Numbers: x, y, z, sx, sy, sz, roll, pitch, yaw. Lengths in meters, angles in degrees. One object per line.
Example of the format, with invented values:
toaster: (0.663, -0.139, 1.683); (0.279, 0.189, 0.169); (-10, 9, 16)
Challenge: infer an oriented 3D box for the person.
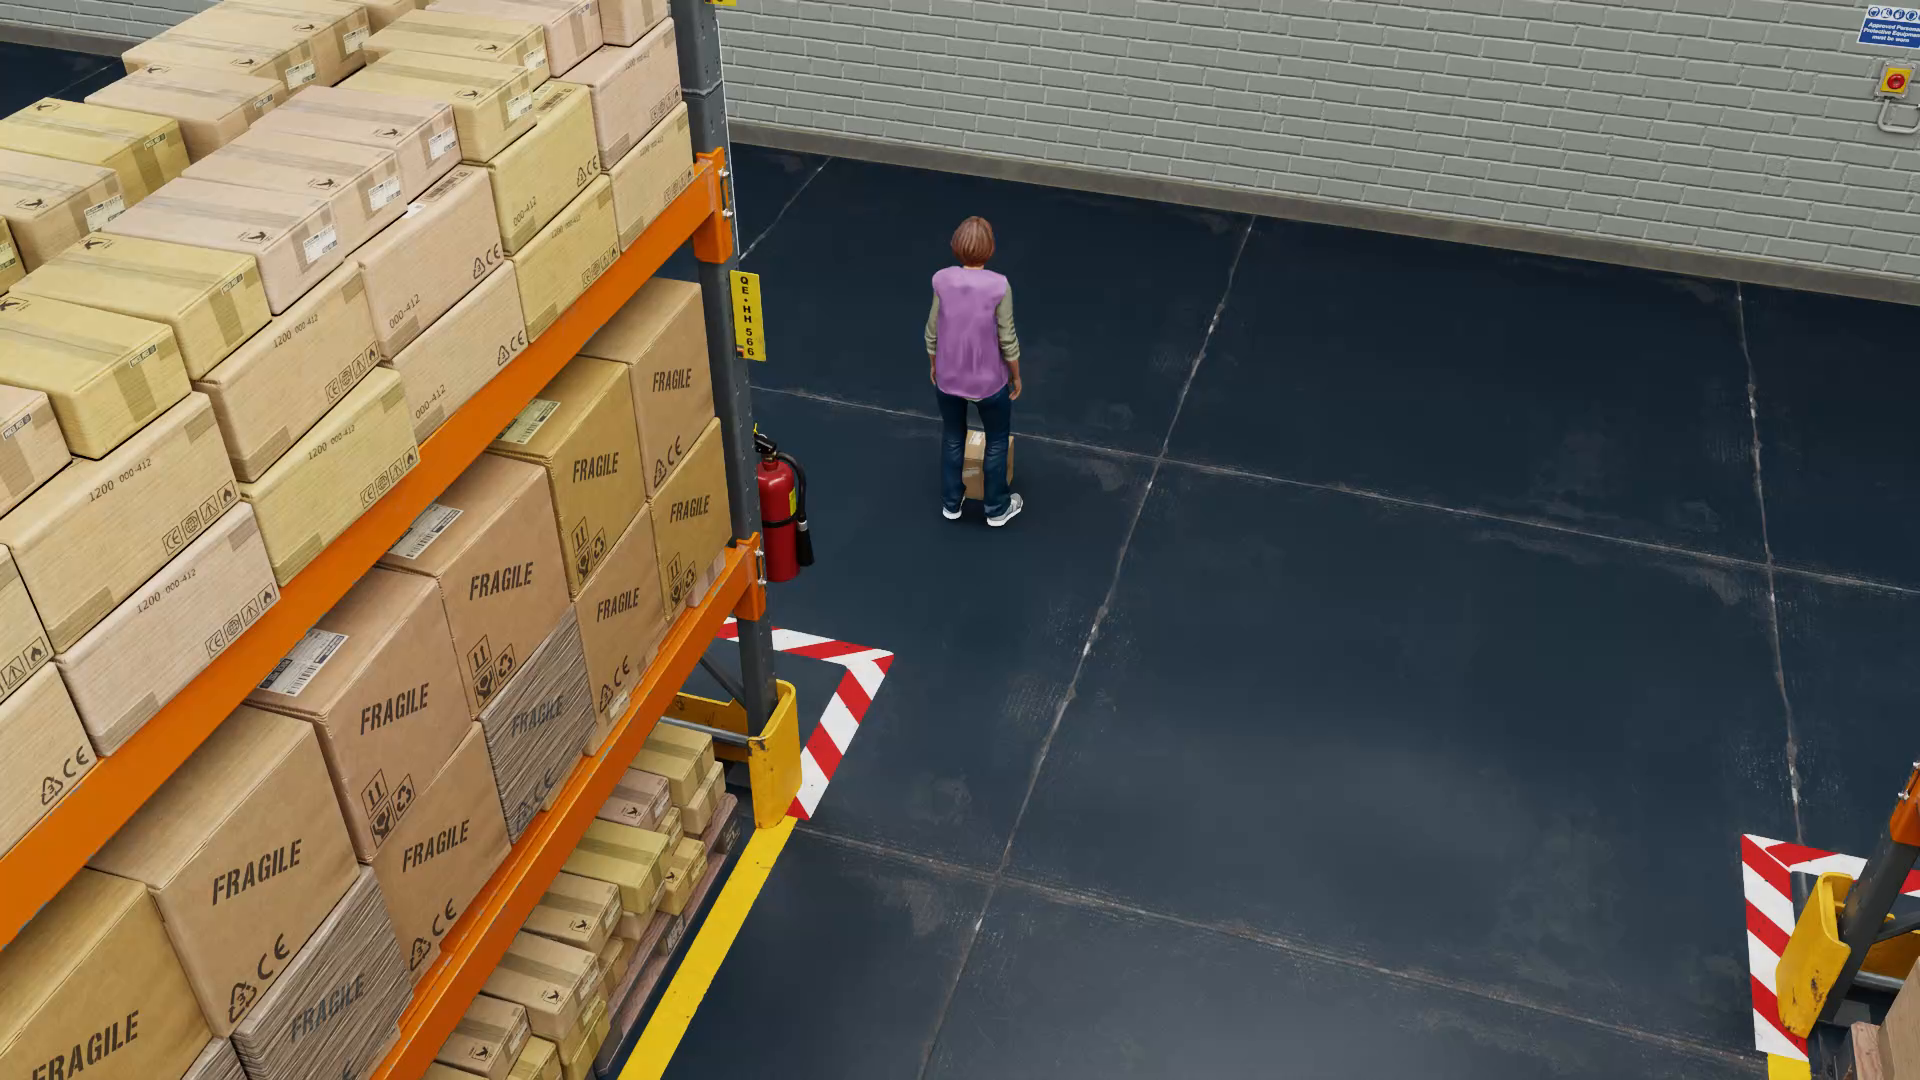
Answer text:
person: (0.062, -0.769, 7.898); (0.461, 1.593, 0.343); (11, 39, 14)
